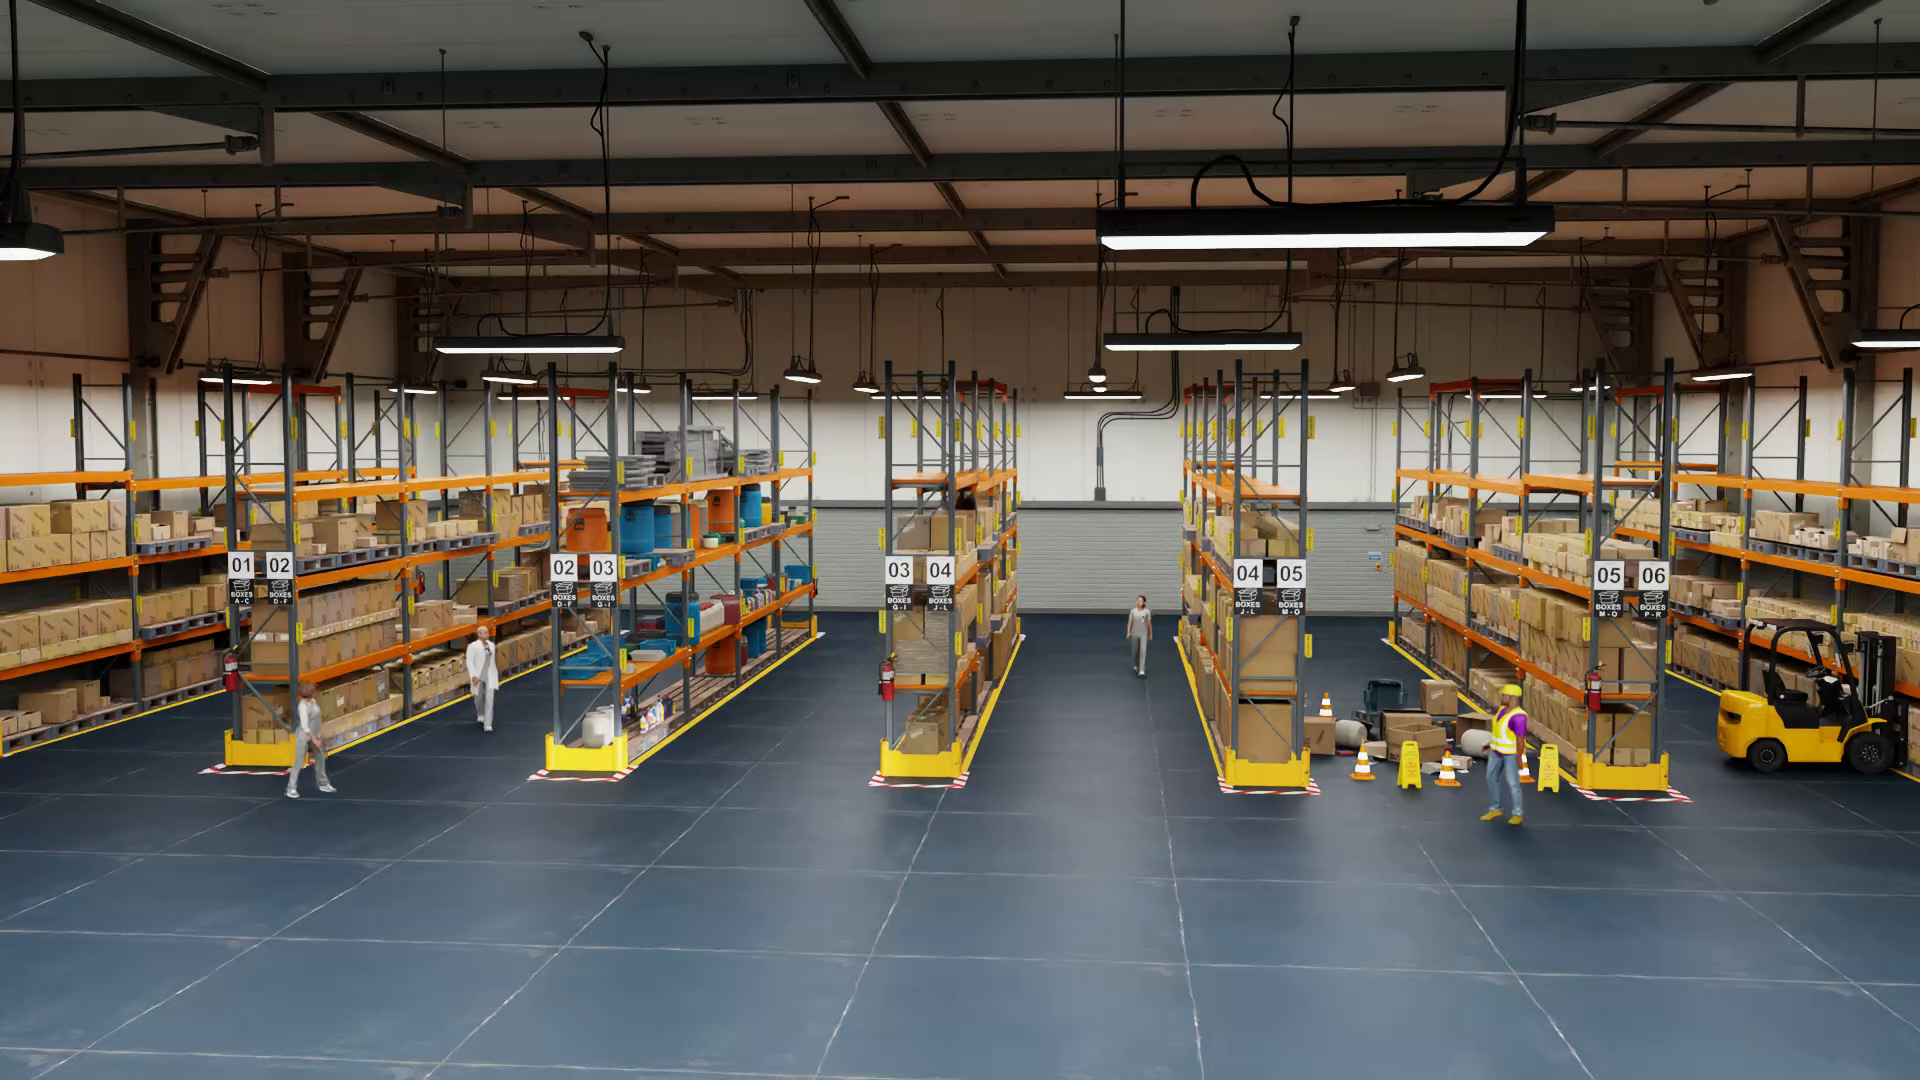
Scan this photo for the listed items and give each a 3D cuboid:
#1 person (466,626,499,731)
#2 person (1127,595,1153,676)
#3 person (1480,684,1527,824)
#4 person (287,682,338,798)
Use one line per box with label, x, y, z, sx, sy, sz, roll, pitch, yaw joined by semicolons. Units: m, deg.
person;-7.980;2.308;27.873;0.528;1.734;1.085;-1;4;-8
person;3.690;1.948;34.100;0.520;1.625;1.014;1;4;10
person;6.936;2.723;21.230;0.378;1.801;0.736;-2;4;-23
person;-8.924;2.734;22.817;0.573;1.610;0.567;0;4;7
